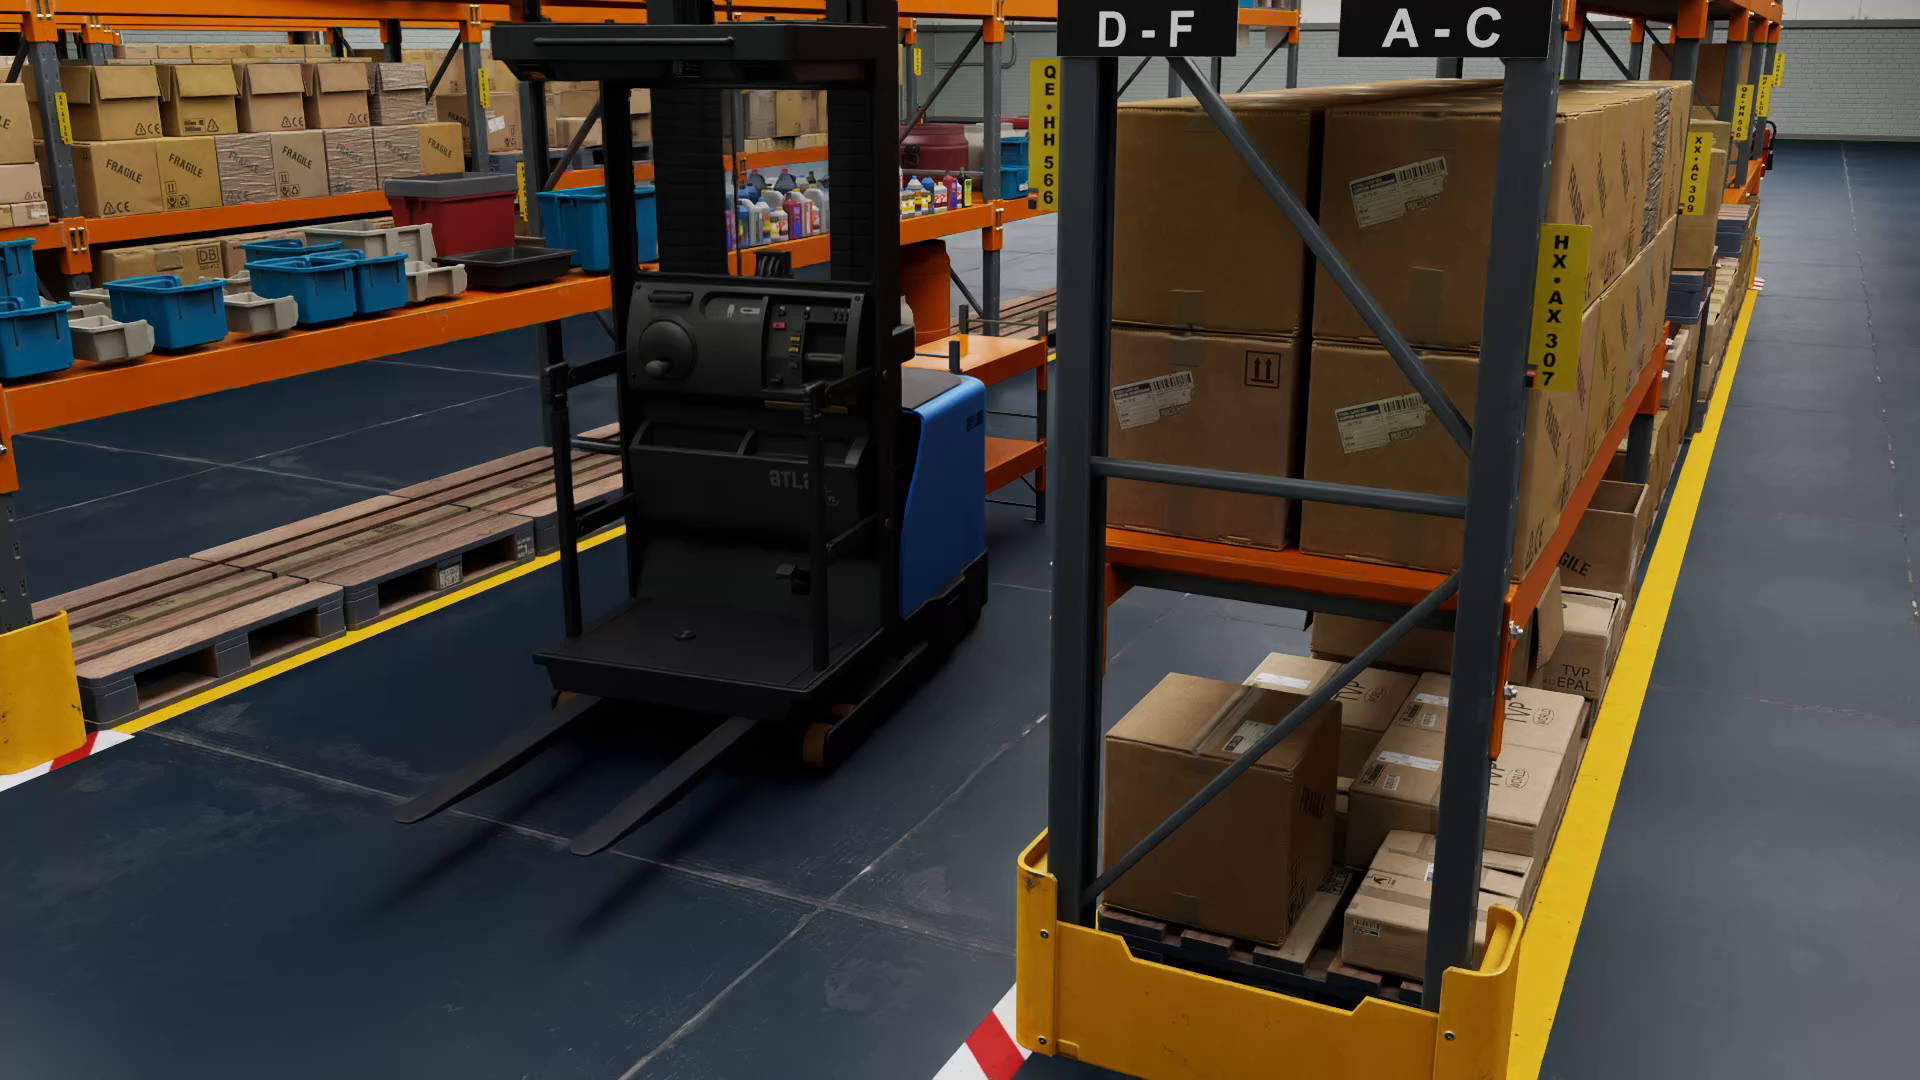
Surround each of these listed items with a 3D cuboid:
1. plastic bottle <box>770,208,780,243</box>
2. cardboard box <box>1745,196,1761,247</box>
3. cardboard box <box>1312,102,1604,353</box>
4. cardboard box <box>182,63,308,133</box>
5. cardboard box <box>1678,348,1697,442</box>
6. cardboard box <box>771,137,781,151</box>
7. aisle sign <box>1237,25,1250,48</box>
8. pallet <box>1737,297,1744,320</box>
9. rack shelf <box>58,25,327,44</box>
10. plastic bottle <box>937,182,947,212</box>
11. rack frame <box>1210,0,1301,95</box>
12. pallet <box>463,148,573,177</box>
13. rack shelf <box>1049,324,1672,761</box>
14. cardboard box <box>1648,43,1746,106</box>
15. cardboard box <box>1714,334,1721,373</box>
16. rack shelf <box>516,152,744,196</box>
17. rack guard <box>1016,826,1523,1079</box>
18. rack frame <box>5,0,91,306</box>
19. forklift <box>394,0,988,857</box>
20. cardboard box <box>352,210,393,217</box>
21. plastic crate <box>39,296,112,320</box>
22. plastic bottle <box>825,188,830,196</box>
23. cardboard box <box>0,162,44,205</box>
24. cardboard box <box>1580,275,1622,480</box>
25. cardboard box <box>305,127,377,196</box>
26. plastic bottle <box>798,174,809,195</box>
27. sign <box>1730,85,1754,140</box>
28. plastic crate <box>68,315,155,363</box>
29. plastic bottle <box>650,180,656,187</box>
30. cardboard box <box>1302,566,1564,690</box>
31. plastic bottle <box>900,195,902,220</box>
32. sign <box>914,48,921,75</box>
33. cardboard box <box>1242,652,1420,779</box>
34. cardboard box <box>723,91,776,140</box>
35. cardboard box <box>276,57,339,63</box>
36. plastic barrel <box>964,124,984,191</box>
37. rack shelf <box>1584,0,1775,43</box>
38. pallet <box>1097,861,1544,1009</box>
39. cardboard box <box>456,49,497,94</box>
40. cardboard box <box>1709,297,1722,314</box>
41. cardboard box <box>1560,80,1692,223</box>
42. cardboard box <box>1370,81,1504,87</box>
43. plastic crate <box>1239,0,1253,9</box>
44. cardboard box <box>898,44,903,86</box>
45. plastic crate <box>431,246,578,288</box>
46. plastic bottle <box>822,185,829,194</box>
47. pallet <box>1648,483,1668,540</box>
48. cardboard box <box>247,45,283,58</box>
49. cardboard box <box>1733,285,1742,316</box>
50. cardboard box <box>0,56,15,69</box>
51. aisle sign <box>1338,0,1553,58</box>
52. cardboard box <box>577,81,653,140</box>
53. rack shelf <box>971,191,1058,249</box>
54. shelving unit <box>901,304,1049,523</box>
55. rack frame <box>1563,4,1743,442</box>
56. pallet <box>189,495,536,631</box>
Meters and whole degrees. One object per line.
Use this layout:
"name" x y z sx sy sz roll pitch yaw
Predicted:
"plastic bottle" -1.126 -1.877 9.925 0.097 0.201 0.097 0 17 0
"cardboard box" 7.862 -3.253 16.982 0.500 0.500 0.500 8 18 25
"cardboard box" 1.120 -0.716 3.734 0.500 0.500 0.500 9 19 27
"cardboard box" -5.529 -3.415 12.817 0.797 0.503 0.637 9 19 27
"cardboard box" 4.053 -0.891 9.874 0.500 0.500 0.500 9 19 28
"cardboard box" -2.237 -4.452 18.687 0.380 0.149 0.250 8 18 25
"aisle sign" 3.176 -6.117 19.286 0.394 0.787 0.004 8 18 25
"pallet" 6.985 -2.338 16.025 1.003 0.211 1.213 8 18 25
"rack shelf" -10.785 -7.290 23.796 1.077 0.370 4.000 8 18 25
"plastic bottle" -0.139 -2.439 11.818 0.097 0.201 0.097 0 17 0
"rack frame" 3.406 -4.816 19.469 1.000 3.000 0.127 8 18 25
"pallet" -4.377 -3.511 15.414 1.213 0.211 1.003 8 18 25
"rack shelf" 1.579 -0.273 5.440 1.077 0.370 4.000 8 18 25
"cardboard box" 6.240 -3.949 14.098 0.700 0.500 0.500 8 18 26
"cardboard box" 5.208 -1.387 12.018 0.500 0.250 0.500 8 18 24
"rack shelf" -3.707 -3.573 16.548 1.077 0.370 4.000 8 18 25
"rack guard" 0.720 1.070 4.044 1.175 0.500 0.348 8 18 25
"rack frame" -6.388 -2.389 11.300 1.000 3.000 0.127 8 18 25
"forklift" -0.855 -0.732 5.842 1.130 2.935 3.031 6 18 19
"cardboard box" -4.927 -2.418 14.390 1.225 0.875 0.875 7 18 23
"plastic crate" -3.542 -0.873 6.554 0.396 0.136 0.243 8 18 25
"plastic bottle" -0.815 -2.088 10.511 0.097 0.271 0.097 0 17 0
"cardboard box" -6.350 -2.314 10.788 0.500 0.250 0.500 8 18 24
"cardboard box" 1.573 -0.496 4.750 0.500 0.500 0.500 8 18 25
"cardboard box" -5.056 -3.040 13.315 0.500 0.500 0.500 7 18 24
"plastic bottle" -1.097 -2.410 11.597 0.097 0.271 0.097 0 17 0
"sign" 4.750 -2.597 10.106 0.100 0.325 0.005 8 18 25
"plastic crate" -3.122 -0.735 6.087 0.250 0.136 0.298 8 18 25
"plastic bottle" -1.839 -2.011 10.114 0.144 0.351 0.185 8 18 25
"cardboard box" 1.638 0.337 5.733 0.797 0.503 0.637 8 18 25
"plastic bottle" -0.444 -2.266 11.234 0.097 0.201 0.097 0 17 0
"sign" -0.538 -6.076 21.126 0.100 0.325 0.005 8 18 25
"cardboard box" 1.160 0.590 5.325 0.500 0.250 0.500 8 18 25
"cardboard box" -2.556 -4.724 18.463 0.875 0.500 0.500 8 18 25
"cardboard box" -7.650 -5.352 19.345 0.700 0.500 0.500 8 18 24
"plastic barrel" 0.099 -3.121 13.566 0.421 0.512 0.421 0 17 0
"rack shelf" 5.154 -3.749 11.874 1.077 0.370 4.000 8 18 25
"pallet" 1.075 1.005 4.769 1.003 0.211 1.213 8 18 25
"cardboard box" -6.503 -6.038 21.424 0.875 0.550 0.550 8 18 25
"cardboard box" 4.984 -1.530 11.513 0.500 0.311 0.500 8 18 24
"cardboard box" 2.479 -1.493 6.352 0.500 0.500 0.500 8 18 26
"cardboard box" 1.781 -1.439 6.170 0.500 0.500 0.500 7 18 24
"plastic crate" 2.823 -5.722 17.280 0.392 0.384 0.575 8 18 25
"cardboard box" -1.050 -5.944 20.814 0.500 0.500 0.500 8 18 25
"plastic crate" -2.216 -1.337 8.134 0.437 0.125 0.590 8 18 25
"plastic bottle" -0.857 -2.156 10.740 0.097 0.271 0.097 0 17 0
"pallet" 3.347 -0.315 9.214 1.003 0.211 1.213 8 18 25
"cardboard box" -10.293 -6.947 24.193 0.700 0.500 0.500 8 18 25
"cardboard box" 6.526 -2.128 14.513 0.500 0.250 0.500 8 18 25
"cardboard box" -12.081 -5.994 20.862 0.380 0.149 0.250 7 18 23
"aisle sign" 0.918 -1.300 3.068 0.394 0.787 0.004 8 18 25
"cardboard box" -3.293 -4.731 17.394 1.000 1.000 1.000 8 18 26
"rack shelf" 0.724 -2.942 14.426 1.077 0.370 4.000 8 18 25
"shelving unit" -0.003 -0.538 8.358 0.538 1.125 1.048 8 18 25
"rack frame" 4.260 -2.147 10.483 1.000 3.000 0.127 8 18 25
"pallet" -2.794 0.082 7.878 1.003 0.211 1.213 8 18 25
